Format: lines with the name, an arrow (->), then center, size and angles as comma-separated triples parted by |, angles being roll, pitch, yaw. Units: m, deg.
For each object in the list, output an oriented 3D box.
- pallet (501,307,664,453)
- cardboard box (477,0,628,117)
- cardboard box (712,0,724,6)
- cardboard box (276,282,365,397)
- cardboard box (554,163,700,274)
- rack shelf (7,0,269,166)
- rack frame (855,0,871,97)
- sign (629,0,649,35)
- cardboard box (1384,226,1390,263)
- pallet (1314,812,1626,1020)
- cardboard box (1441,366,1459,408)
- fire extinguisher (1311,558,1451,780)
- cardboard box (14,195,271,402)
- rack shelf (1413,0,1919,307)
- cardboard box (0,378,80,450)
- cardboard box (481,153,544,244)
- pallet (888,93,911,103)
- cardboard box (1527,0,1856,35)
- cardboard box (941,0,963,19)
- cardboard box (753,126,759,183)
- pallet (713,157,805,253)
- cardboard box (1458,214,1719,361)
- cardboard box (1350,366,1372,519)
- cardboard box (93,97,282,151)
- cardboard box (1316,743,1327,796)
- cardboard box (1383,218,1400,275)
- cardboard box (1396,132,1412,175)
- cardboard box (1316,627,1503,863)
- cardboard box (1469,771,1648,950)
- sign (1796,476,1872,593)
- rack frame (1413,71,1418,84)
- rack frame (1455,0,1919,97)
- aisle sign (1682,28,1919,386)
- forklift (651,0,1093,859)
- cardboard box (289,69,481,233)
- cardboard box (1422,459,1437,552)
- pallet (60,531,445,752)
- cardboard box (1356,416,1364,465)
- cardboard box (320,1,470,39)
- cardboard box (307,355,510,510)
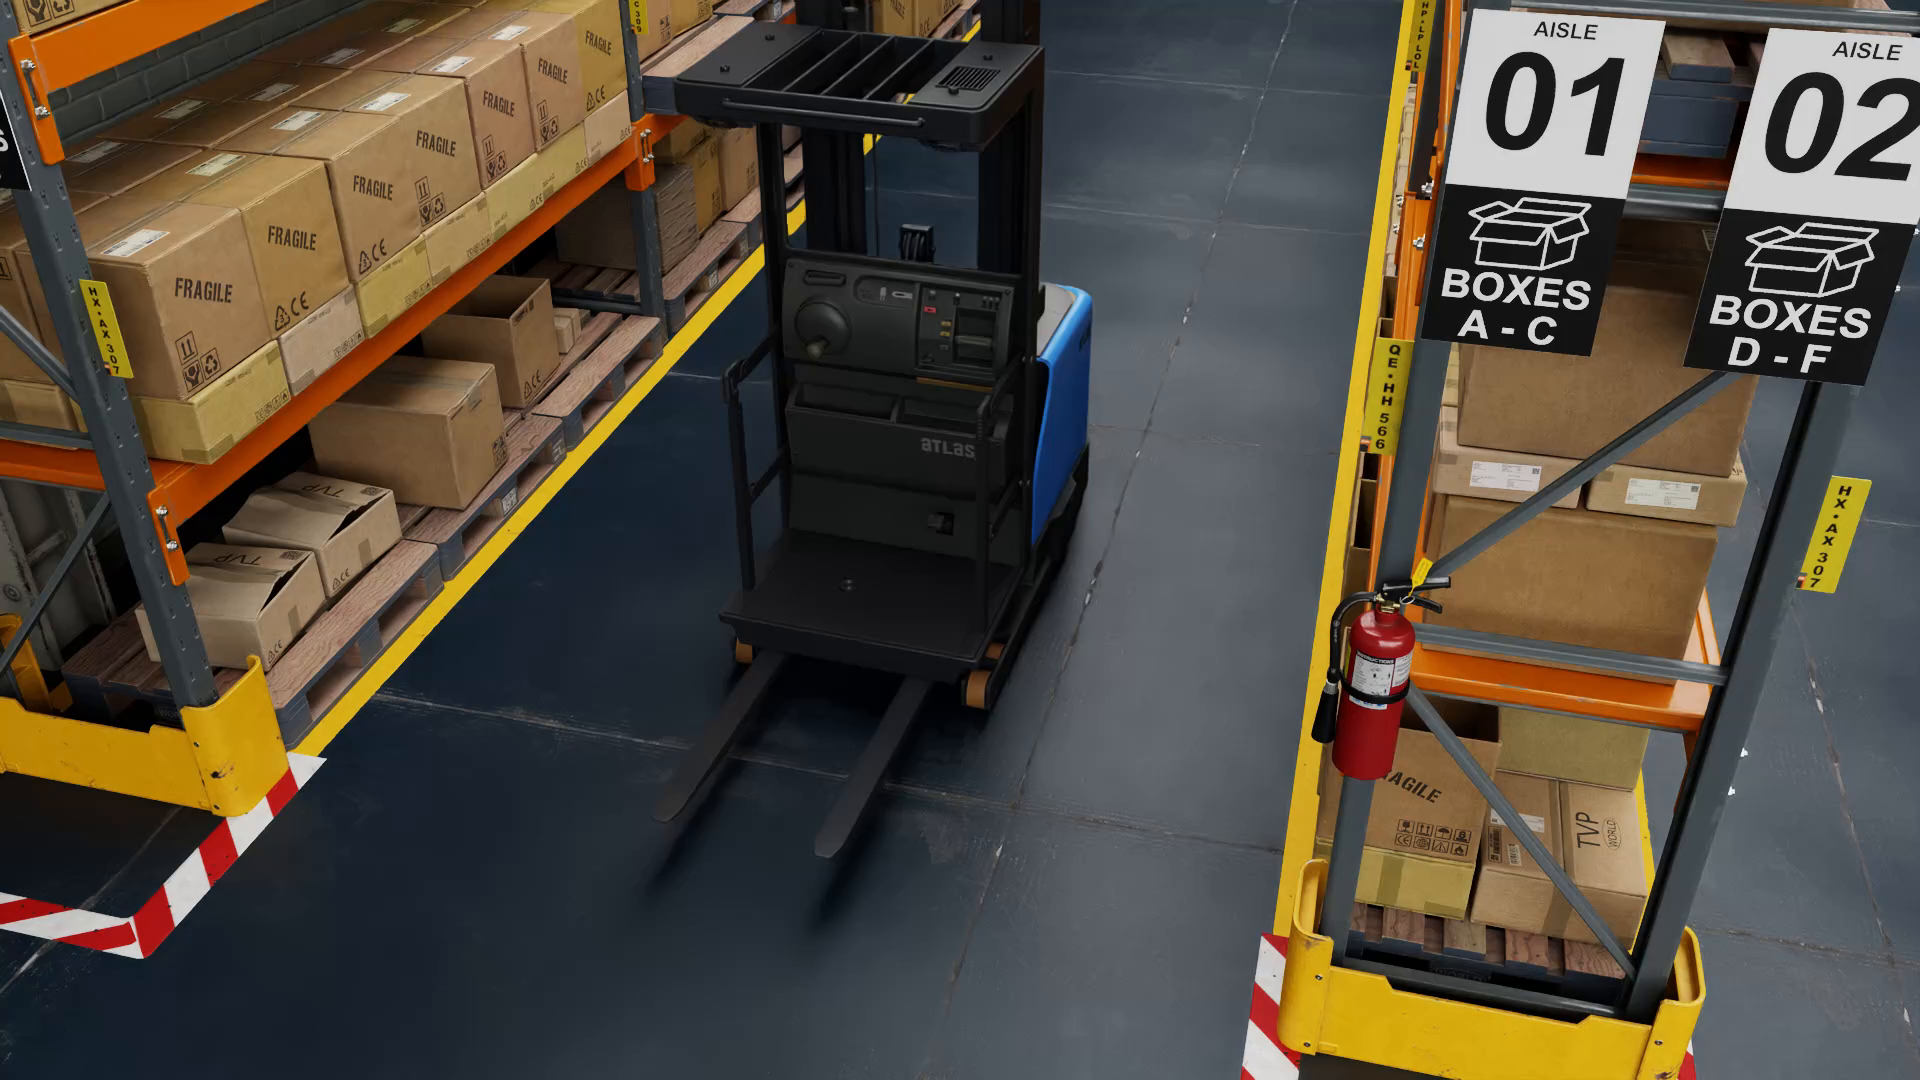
pallet -> -2.306, -0.909, 8.984 | 1.003, 0.211, 1.213 | 8, 33, 12
cardboard box -> -1.991, -2.414, 8.173 | 0.500, 0.500, 0.500 | 8, 33, 12
cardboard box -> -1.722, -3.562, 10.054 | 0.700, 0.500, 0.500 | 13, 35, 19
cardboard box -> -2.636, -0.790, 6.318 | 0.500, 0.250, 0.500 | 7, 33, 11
cardboard box -> -2.000, -1.955, 9.948 | 0.700, 0.500, 0.500 | 9, 34, 14
rack shelf -> -2.678, -2.364, 6.547 | 1.077, 0.370, 4.000 | 8, 33, 12
rack frame -> -1.155, -4.515, 12.057 | 1.000, 3.000, 0.127 | 8, 33, 12
sign -> -1.643, -2.735, 8.449 | 0.100, 0.325, 0.005 | 8, 33, 12
cardboard box -> 2.837, -1.830, 10.004 | 0.500, 0.250, 0.500 | 9, 33, 13
pallet -> 1.761, 1.083, 5.850 | 1.003, 0.211, 1.213 | 8, 33, 12
cardboard box -> 1.585, -0.367, 4.834 | 0.380, 0.149, 0.250 | 9, 34, 14
fire extinguisher -> 1.128, 0.339, 4.492 | 0.296, 0.674, 0.183 | 8, 33, 12
cardboard box -> -2.773, -0.832, 5.685 | 0.500, 0.500, 0.500 | 8, 33, 12
rack shelf -> 2.115, -1.691, 5.489 | 1.077, 0.370, 4.000 | 8, 33, 12
cardboard box -> -3.254, -0.578, 5.984 | 0.500, 0.250, 0.500 | 8, 33, 13
cardboard box -> -2.244, -1.577, 7.556 | 0.500, 0.250, 0.500 | 8, 33, 12
pallet -> -0.882, -3.737, 13.432 | 1.003, 0.211, 1.213 | 8, 33, 12
cardboard box -> 1.757, -1.535, 3.954 | 0.797, 0.503, 0.637 | 10, 34, 16
cardboard box -> -0.402, -5.044, 14.501 | 0.750, 0.750, 0.750 | 9, 34, 14
cardboard box -> -1.629, -2.752, 11.203 | 0.700, 0.500, 0.500 | 8, 33, 12
pallet -> -1.666, -2.302, 11.174 | 1.003, 0.211, 1.213 | 8, 33, 12
cardboard box -> 1.880, -0.823, 4.946 | 0.700, 0.500, 0.500 | 7, 33, 11
cardboard box -> 1.948, -0.383, 7.030 | 0.500, 0.500, 0.500 | 8, 33, 12
cardboard box -> -3.007, -1.428, 6.622 | 0.500, 0.500, 0.500 | 7, 33, 11
cardboard box -> 1.573, 0.712, 6.005 | 0.500, 0.250, 0.500 | 8, 33, 12
cardboard box -> 2.574, -1.541, 9.026 | 0.500, 0.311, 0.500 | 9, 34, 14
cardboard box -> 2.964, -2.326, 10.262 | 0.500, 0.311, 0.500 | 7, 33, 11
cardboard box -> 1.455, 0.657, 5.394 | 0.500, 0.500, 0.500 | 8, 33, 12
cardboard box -> 1.958, 1.044, 5.484 | 0.500, 0.250, 0.500 | 8, 33, 12
sign -> 2.142, -0.011, 4.091 | 0.100, 0.325, 0.005 | 8, 33, 12
rack frame -> 3.637, -3.843, 10.999 | 1.000, 3.000, 0.127 | 8, 33, 12
rack frame -> 1.607, -2.223, 2.859 | 1.000, 3.000, 0.127 | 8, 33, 12
aisle sign -> 1.887, -0.713, 3.652 | 0.394, 0.787, 0.004 | 8, 33, 12
forklift -> -0.309, -0.797, 6.272 | 1.130, 2.935, 3.031 | 9, 34, 15
cardboard box -> -2.382, -1.624, 6.931 | 0.500, 0.500, 0.500 | 9, 34, 14
cardboard box -> 1.867, -0.247, 5.250 | 0.700, 0.500, 0.500 | 9, 34, 14
pallet -> -2.926, 0.357, 6.992 | 1.003, 0.211, 1.213 | 8, 33, 12
cardboard box -> 2.079, -0.326, 7.638 | 0.500, 0.250, 0.500 | 8, 33, 12
cardboard box -> -2.626, -2.218, 7.865 | 0.500, 0.500, 0.500 | 8, 33, 12
cardboard box -> -2.543, -0.511, 7.678 | 0.700, 0.500, 0.500 | 6, 33, 9
